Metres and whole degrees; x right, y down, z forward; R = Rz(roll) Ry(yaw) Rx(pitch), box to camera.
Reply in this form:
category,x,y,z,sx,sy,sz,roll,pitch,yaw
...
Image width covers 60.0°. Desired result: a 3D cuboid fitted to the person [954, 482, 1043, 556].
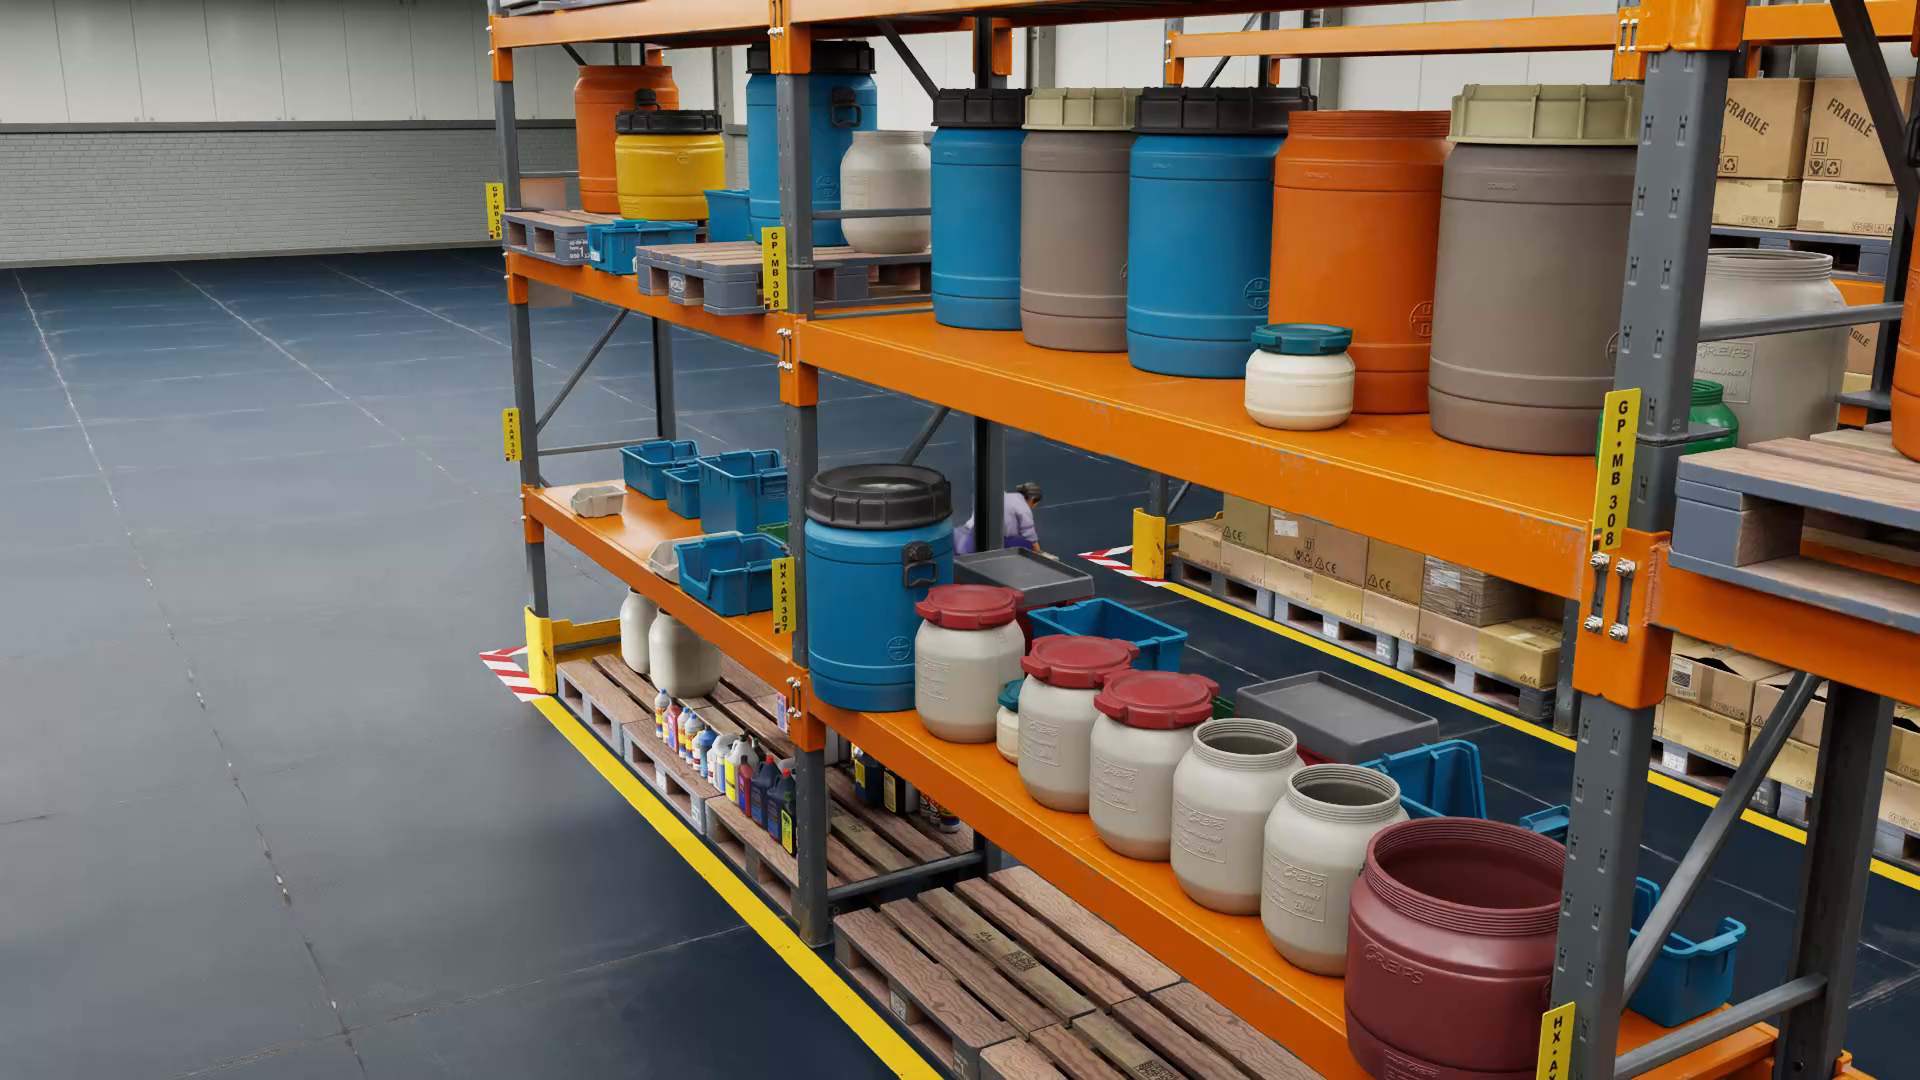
category,x,y,z,sx,sy,sz,roll,pitch,yaw
person,0.296,0.014,12.593,0.815,0.833,0.517,-9,17,-30
